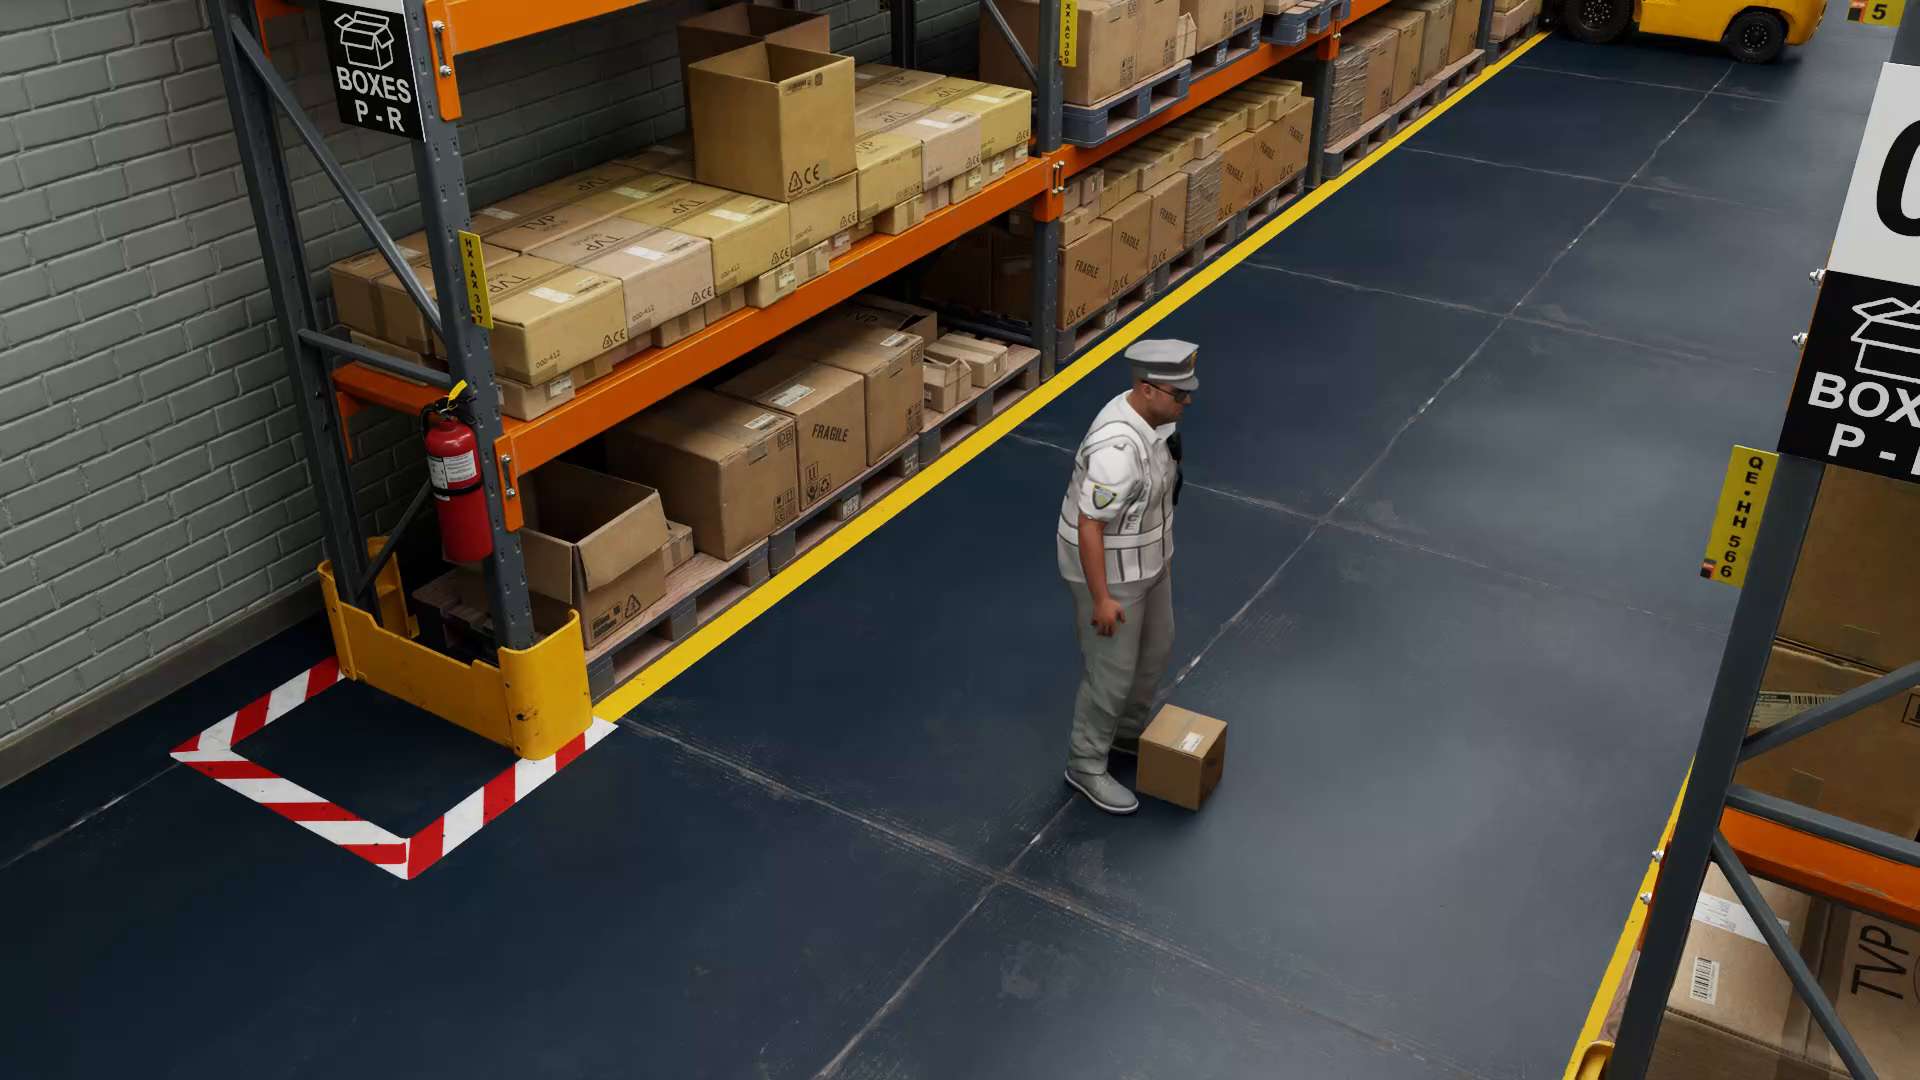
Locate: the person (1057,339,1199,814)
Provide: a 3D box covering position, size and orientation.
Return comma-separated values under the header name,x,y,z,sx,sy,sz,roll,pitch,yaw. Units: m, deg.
name,x,y,z,sx,sy,sz,roll,pitch,yaw
person,0.604,0.099,5.954,0.480,1.746,0.593,16,34,25
